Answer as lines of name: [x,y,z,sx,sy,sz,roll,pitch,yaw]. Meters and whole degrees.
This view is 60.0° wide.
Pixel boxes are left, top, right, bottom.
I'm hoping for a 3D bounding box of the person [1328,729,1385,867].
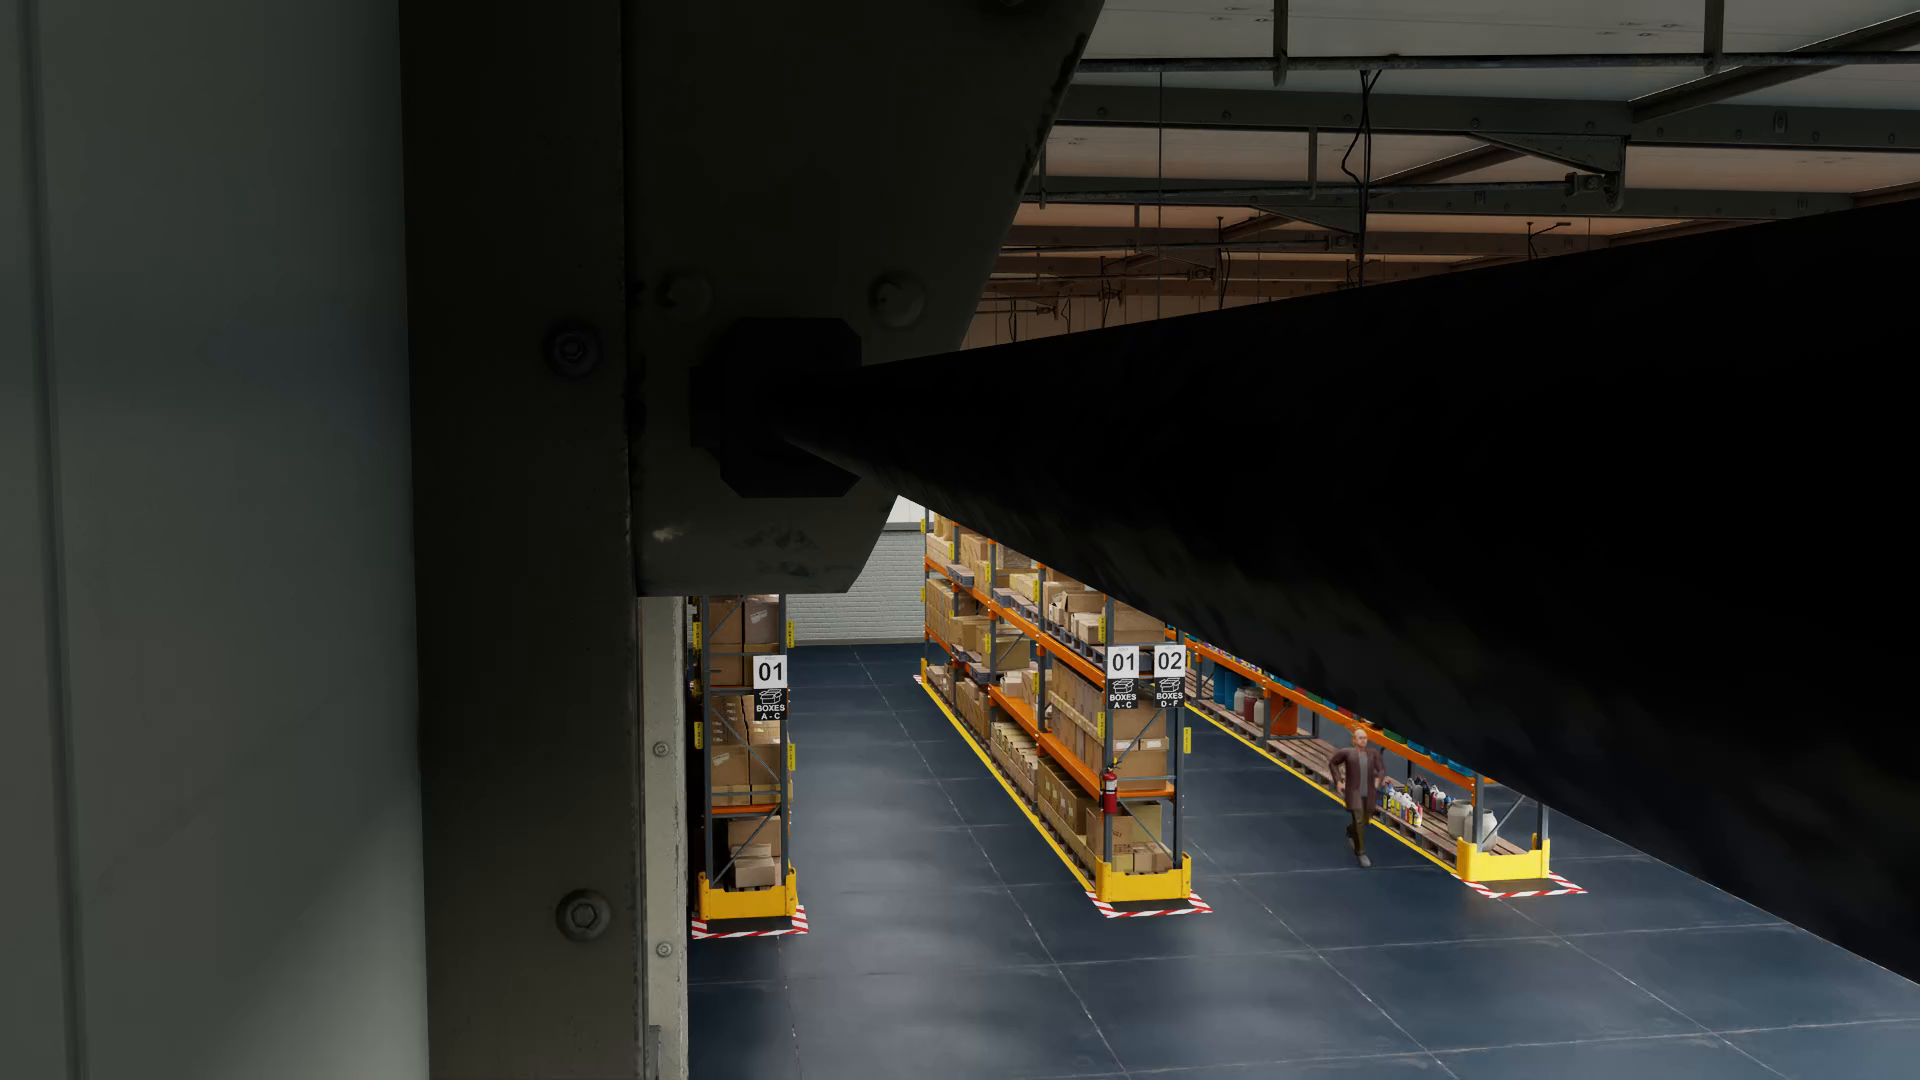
person: [5.410,3.446,22.589,0.722,1.778,0.981,-1,5,-9]
